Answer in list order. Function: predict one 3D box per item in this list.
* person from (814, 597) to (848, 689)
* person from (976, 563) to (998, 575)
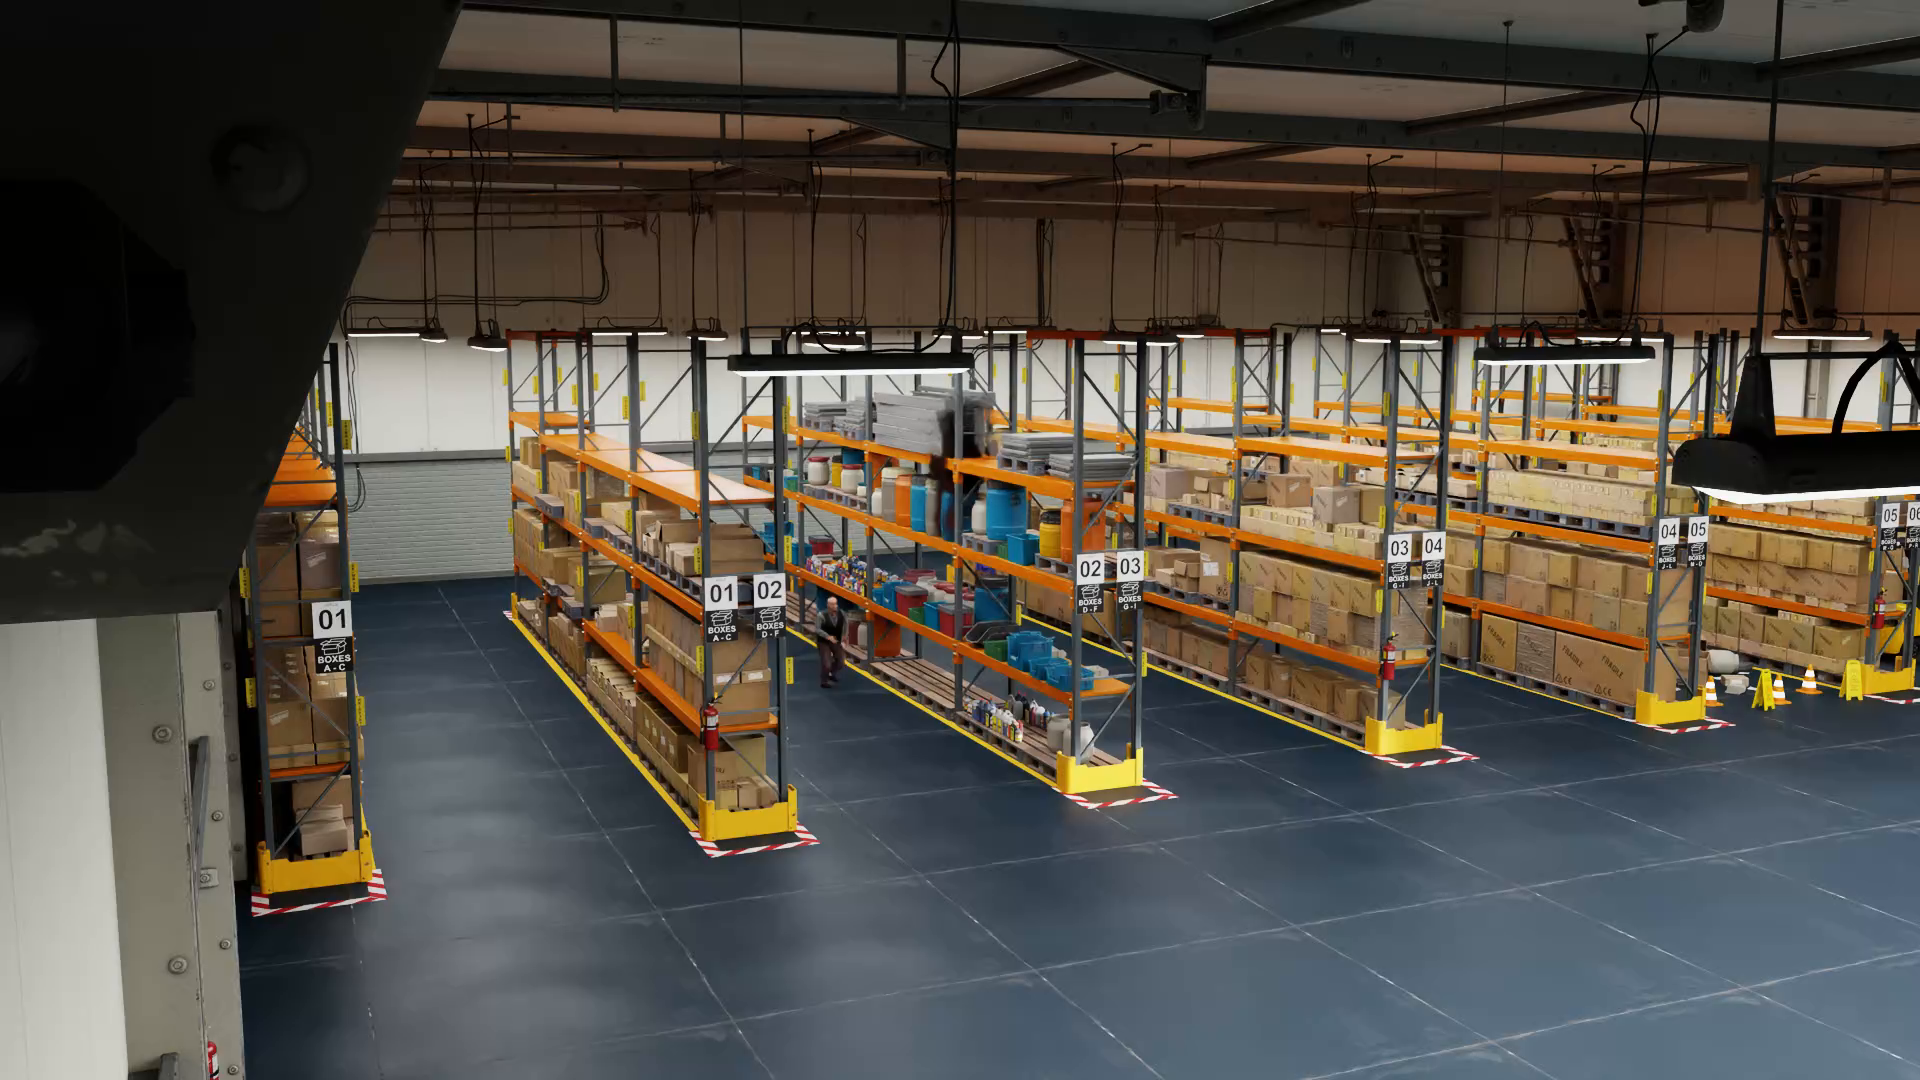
[{"bbox_3d":[-2.196,1.729,28.058,0.641,1.611,0.762,-5,9,-31],"label":"person"},{"bbox_3d":[0.561,0.926,33.758,0.546,1.715,0.848,-2,8,-13],"label":"person"}]
